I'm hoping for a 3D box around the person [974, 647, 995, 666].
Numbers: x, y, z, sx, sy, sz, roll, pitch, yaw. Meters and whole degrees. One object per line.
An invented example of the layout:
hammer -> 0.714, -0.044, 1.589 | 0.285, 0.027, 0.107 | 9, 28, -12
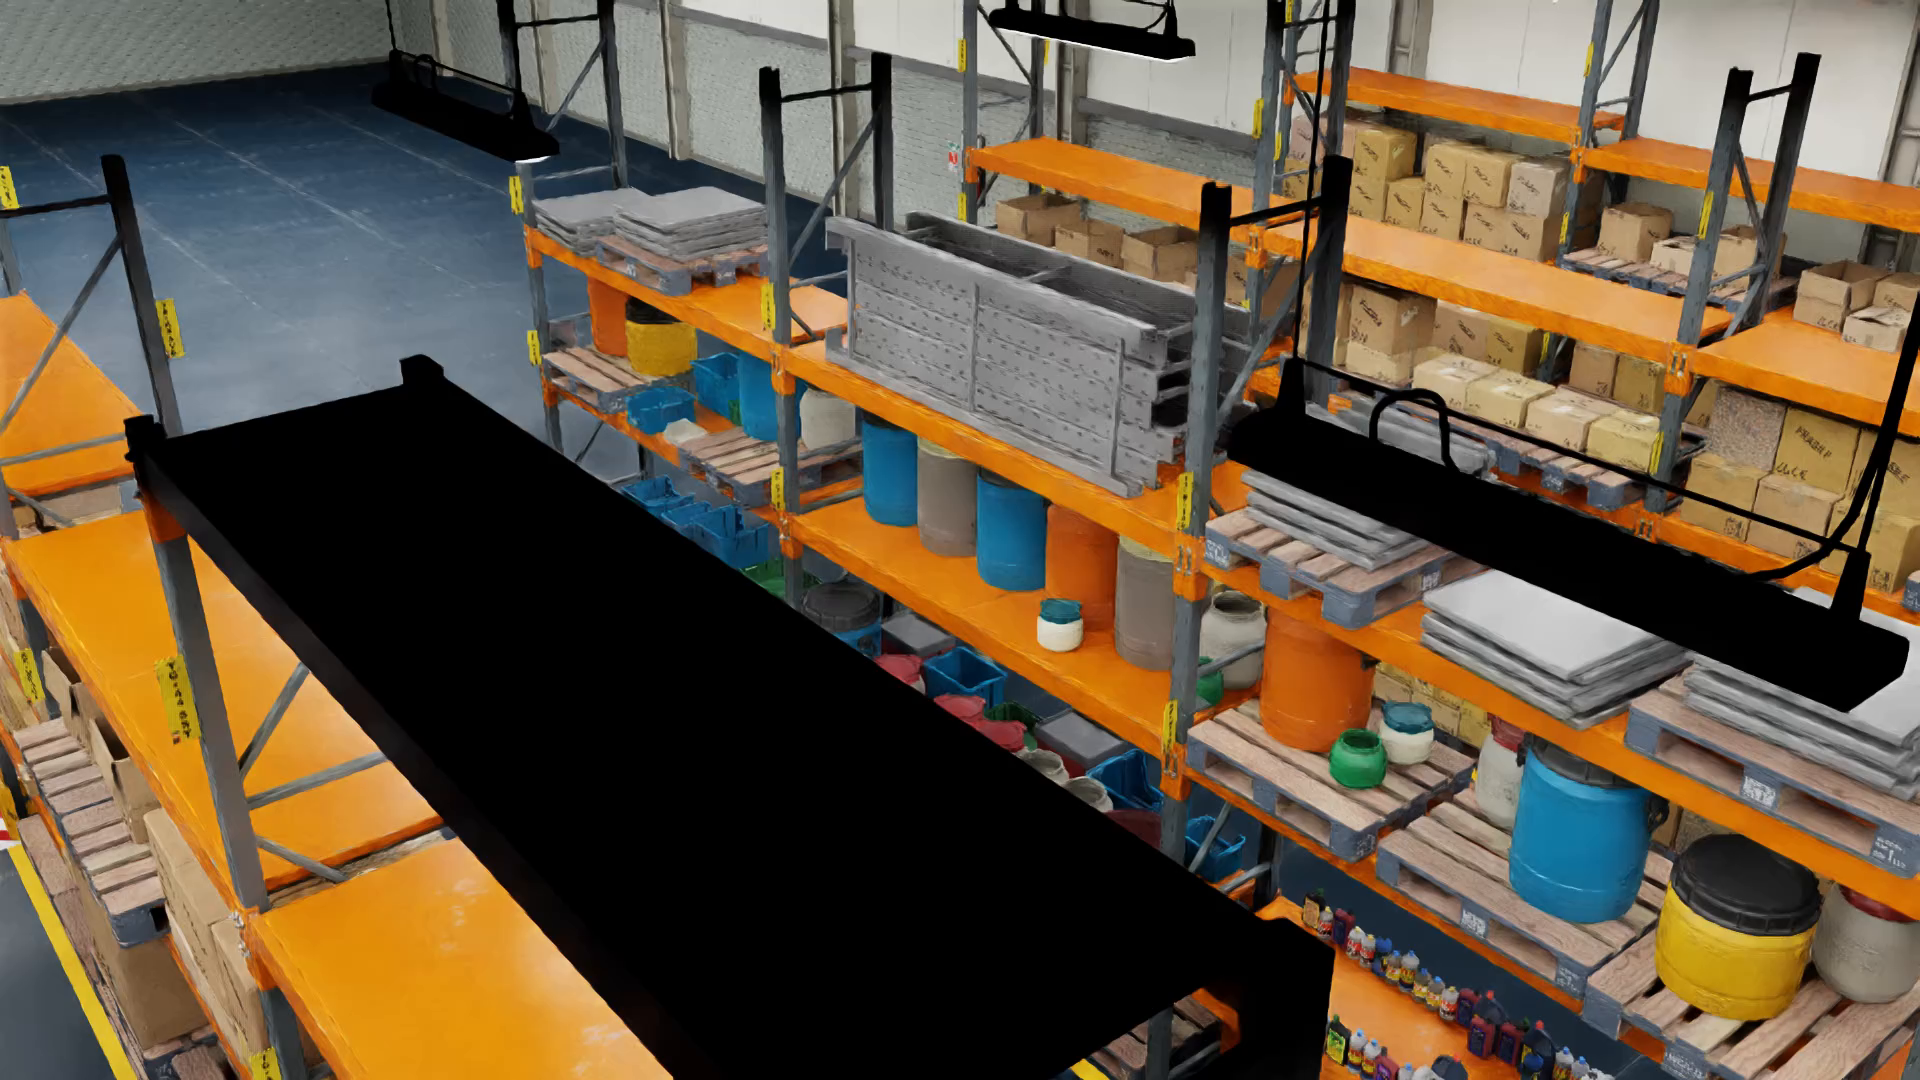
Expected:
person -> -0.088, 0.374, 15.508 | 0.566, 1.706, 1.122 | -18, 31, -32
